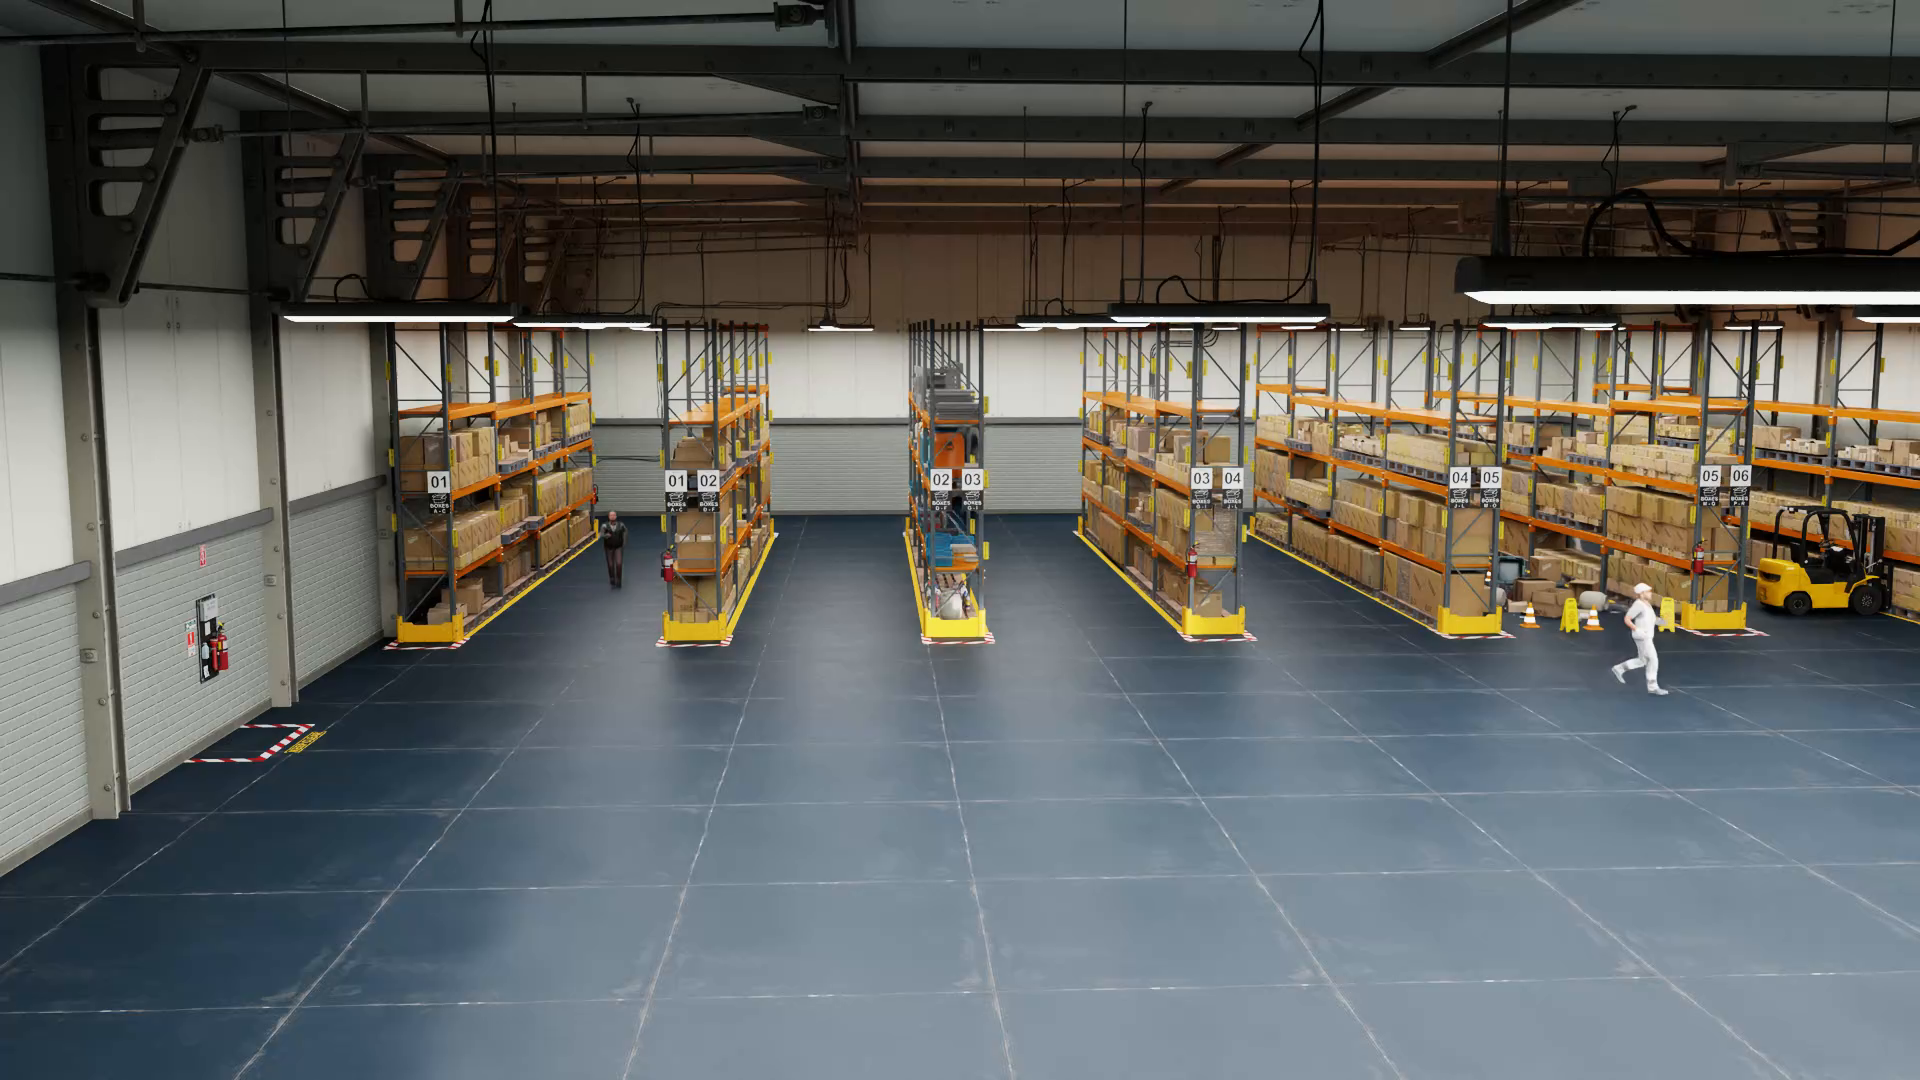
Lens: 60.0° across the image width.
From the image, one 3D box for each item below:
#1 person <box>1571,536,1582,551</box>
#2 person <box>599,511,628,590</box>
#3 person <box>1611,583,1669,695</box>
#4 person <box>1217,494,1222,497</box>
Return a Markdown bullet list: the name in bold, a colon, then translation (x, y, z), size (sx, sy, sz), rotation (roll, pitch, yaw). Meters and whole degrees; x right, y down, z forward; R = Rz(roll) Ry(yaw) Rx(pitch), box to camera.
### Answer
- **person**: translation (15.807, -0.423, 42.707), size (0.666, 1.819, 0.888), rotation (-1, 7, -10)
- **person**: translation (-7.827, 0.231, 37.604), size (0.639, 1.771, 0.734), rotation (-1, 7, -10)
- **person**: translation (10.892, 1.569, 26.584), size (0.914, 1.765, 0.670), rotation (5, 9, 35)
- **person**: translation (7.234, -0.934, 46.937), size (0.721, 1.717, 0.714), rotation (2, 7, 18)
